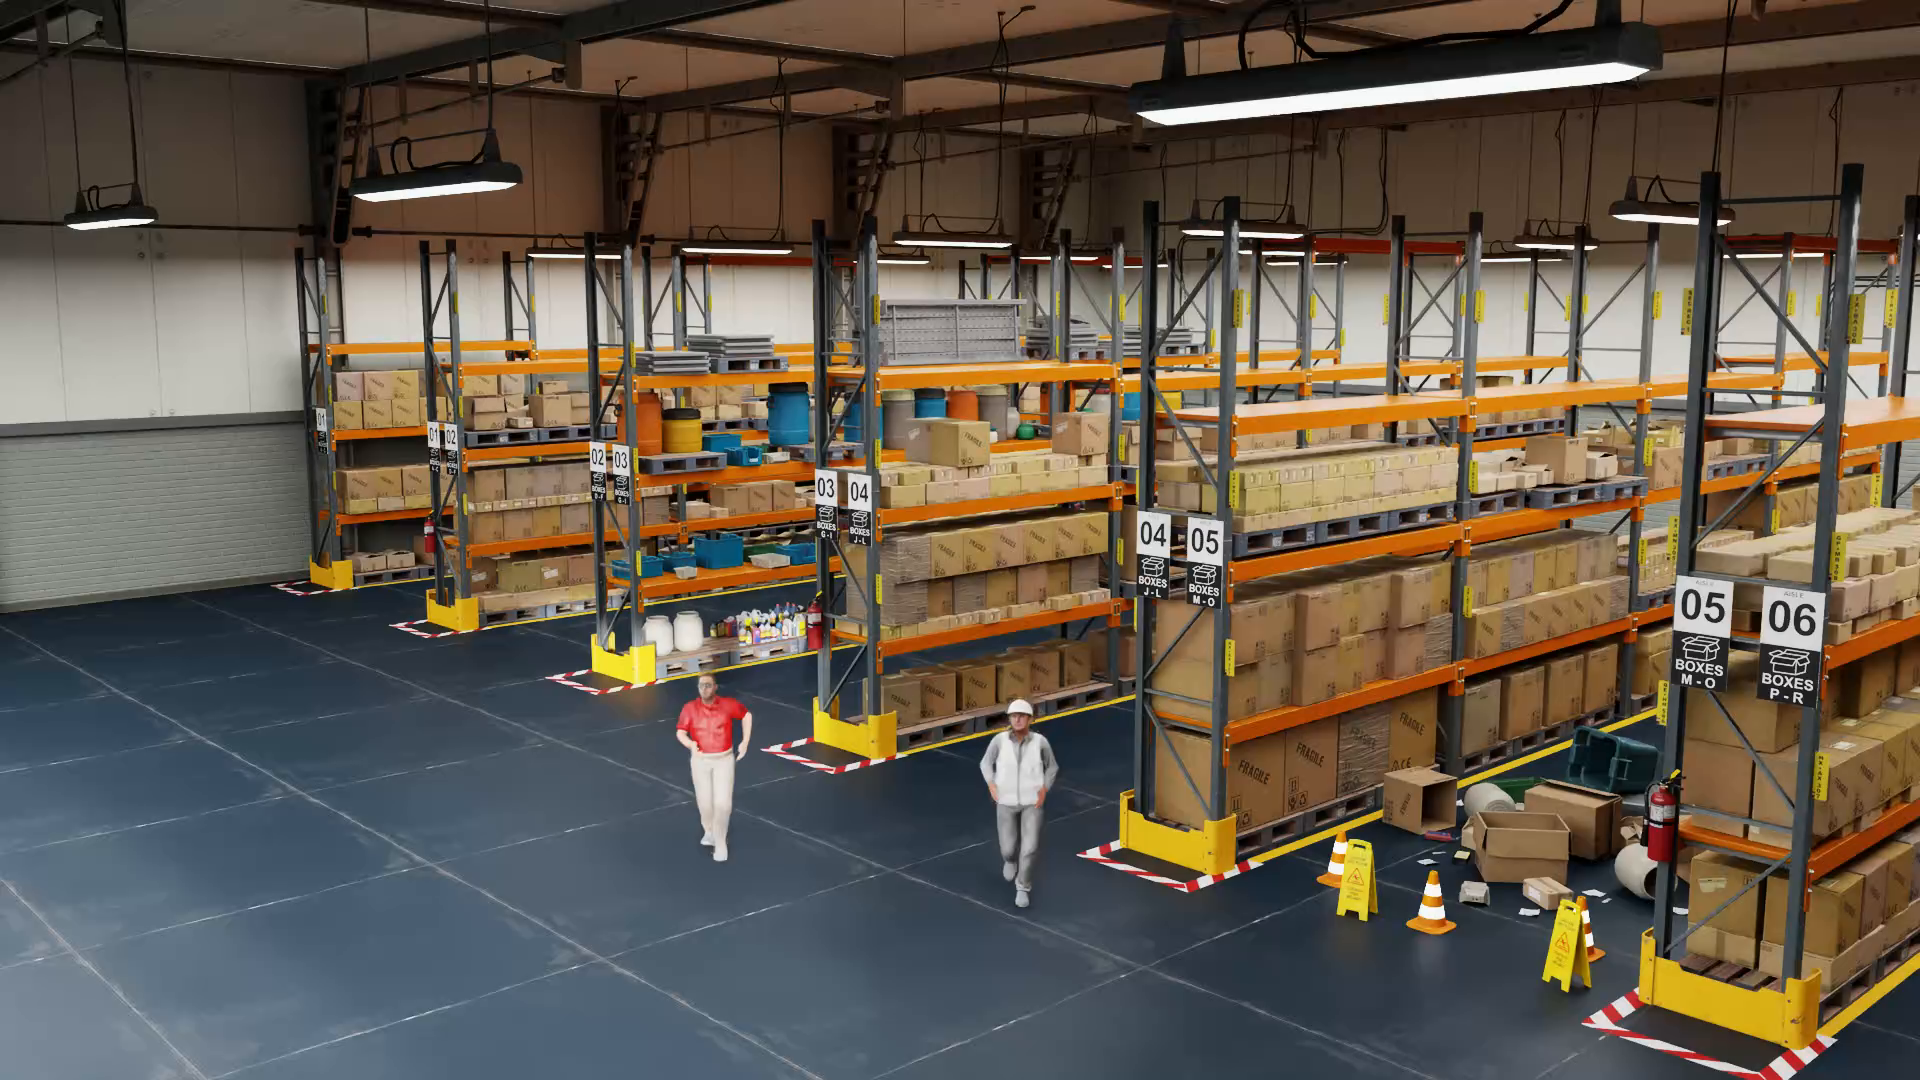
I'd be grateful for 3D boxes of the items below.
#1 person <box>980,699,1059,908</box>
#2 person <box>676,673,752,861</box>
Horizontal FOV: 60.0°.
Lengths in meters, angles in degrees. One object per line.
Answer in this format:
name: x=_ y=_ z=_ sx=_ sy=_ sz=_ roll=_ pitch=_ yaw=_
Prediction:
person: x=0.507 y=2.234 z=14.332 sx=0.676 sy=1.748 sz=0.633 roll=1 pitch=8 yaw=4
person: x=-2.287 y=2.101 z=15.410 sx=0.671 sy=1.754 sz=0.737 roll=0 pitch=8 yaw=0
